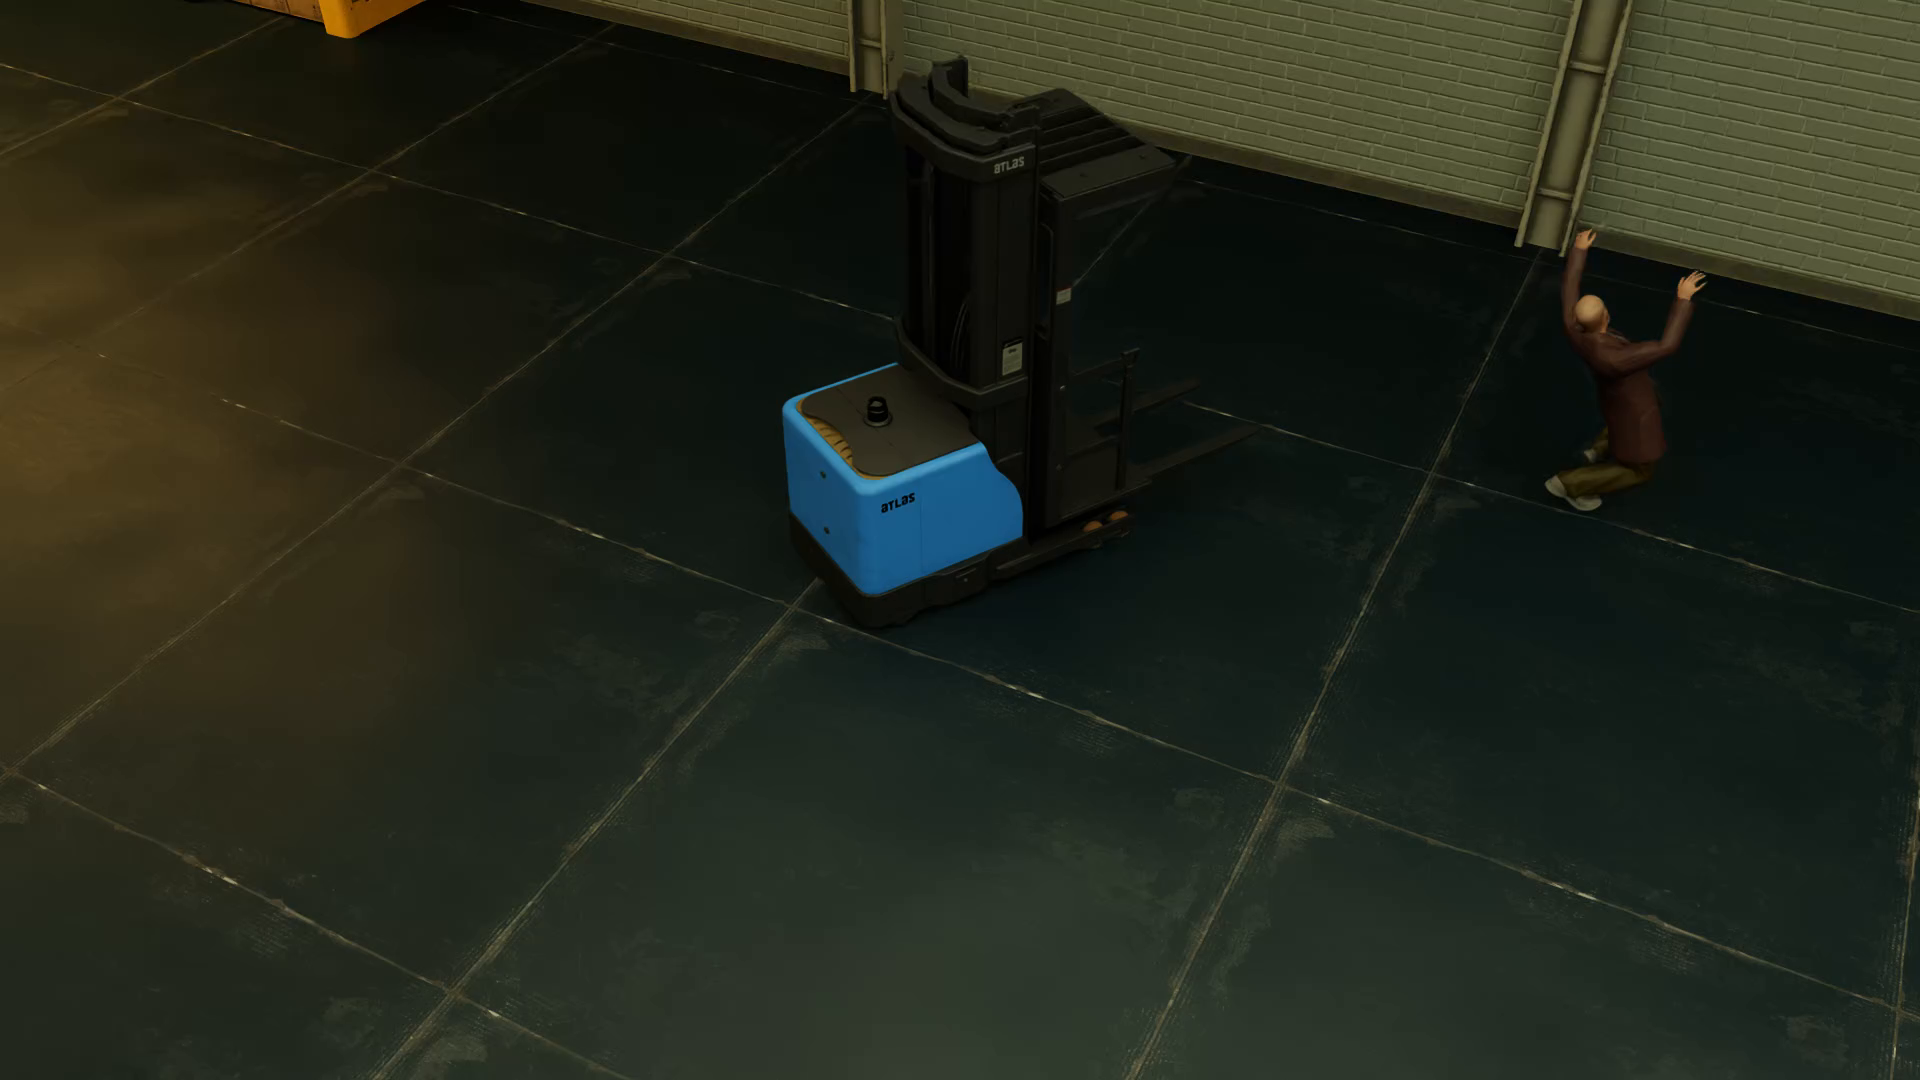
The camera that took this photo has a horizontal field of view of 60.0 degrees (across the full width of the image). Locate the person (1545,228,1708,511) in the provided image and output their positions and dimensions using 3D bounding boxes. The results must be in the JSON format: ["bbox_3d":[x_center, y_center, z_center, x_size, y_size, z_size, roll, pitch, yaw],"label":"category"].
[{"bbox_3d":[4.006,-1.041,10.207,0.823,1.731,1.137,-2,40,-3],"label":"person"}]

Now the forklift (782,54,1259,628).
[{"bbox_3d":[0.482,-1.339,9.576,3.031,2.935,1.130,-22,45,-24],"label":"forklift"}]
